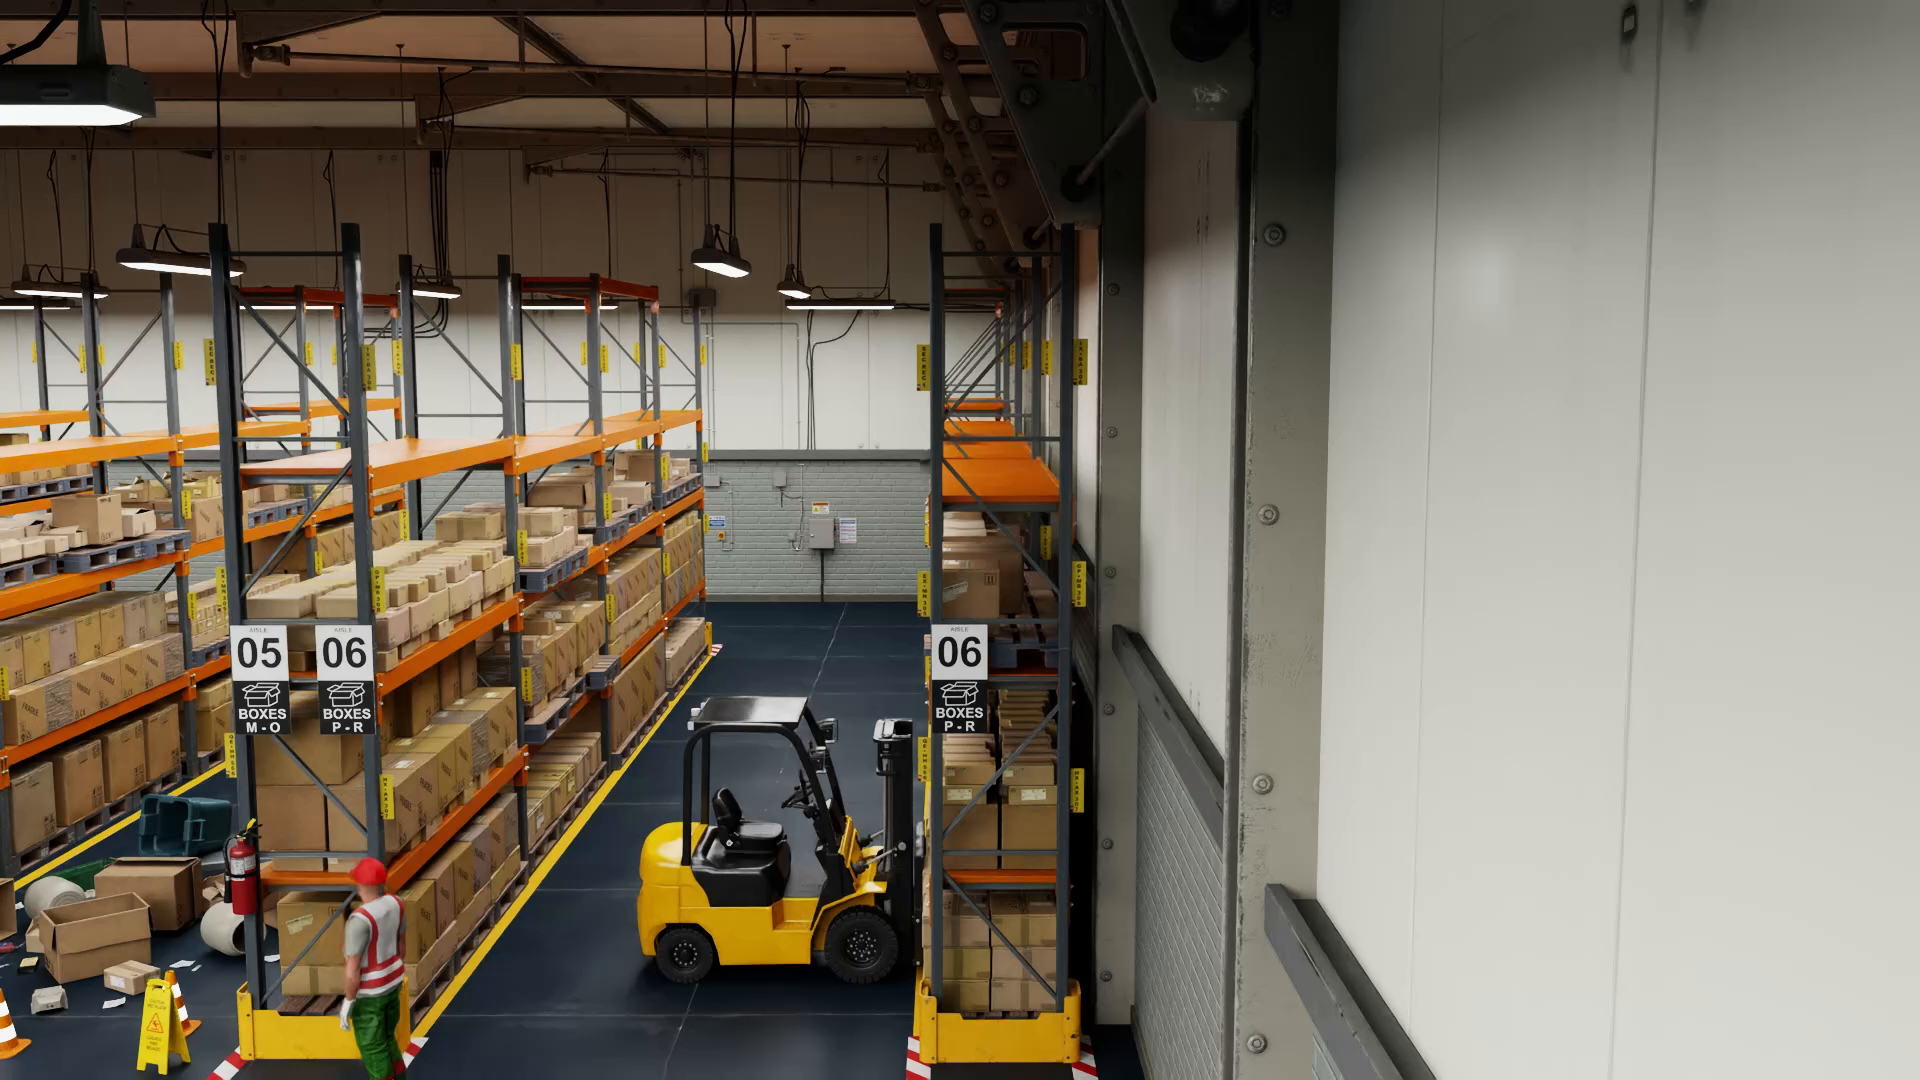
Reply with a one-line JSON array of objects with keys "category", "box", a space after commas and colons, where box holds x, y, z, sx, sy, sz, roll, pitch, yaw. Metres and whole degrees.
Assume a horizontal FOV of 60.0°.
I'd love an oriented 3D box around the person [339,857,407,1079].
[{"category": "person", "box": [-3.877, 3.002, 11.031, 0.358, 1.822, 0.676, 2, 7, 15]}]
